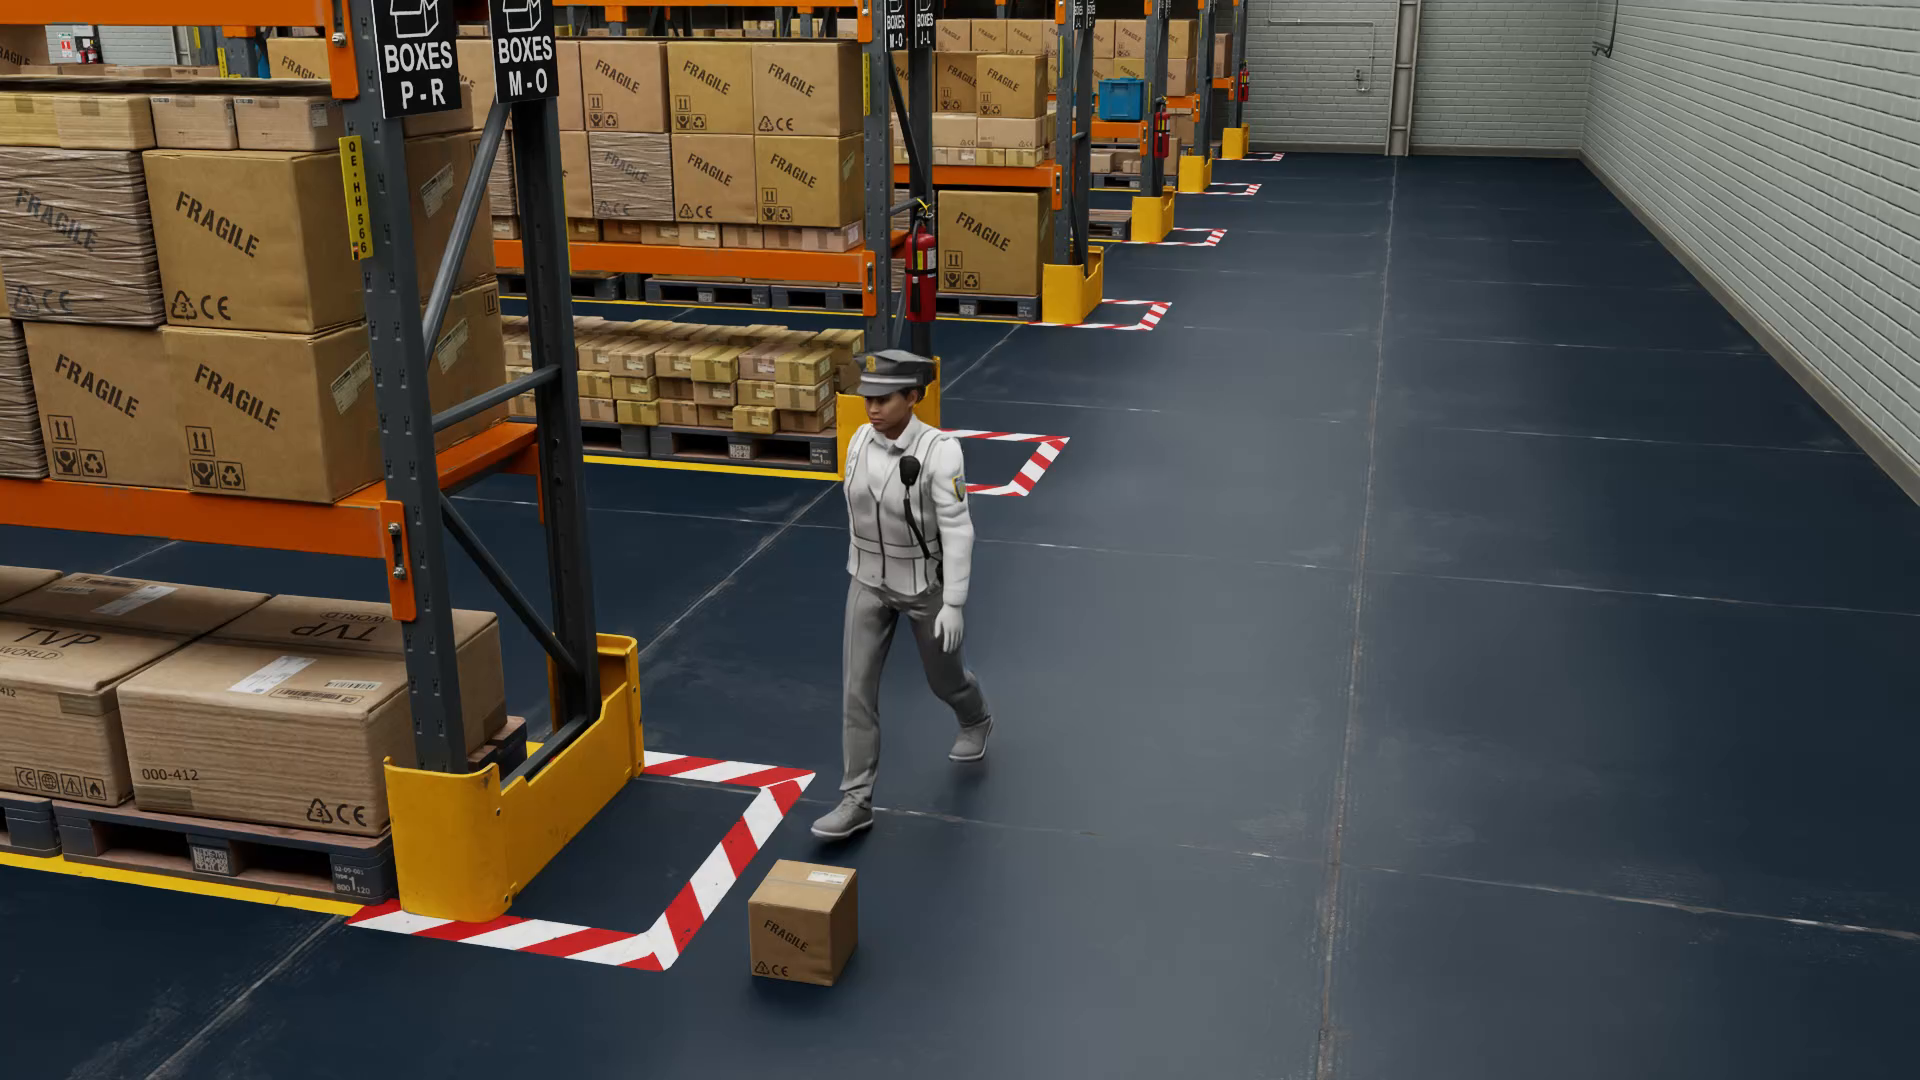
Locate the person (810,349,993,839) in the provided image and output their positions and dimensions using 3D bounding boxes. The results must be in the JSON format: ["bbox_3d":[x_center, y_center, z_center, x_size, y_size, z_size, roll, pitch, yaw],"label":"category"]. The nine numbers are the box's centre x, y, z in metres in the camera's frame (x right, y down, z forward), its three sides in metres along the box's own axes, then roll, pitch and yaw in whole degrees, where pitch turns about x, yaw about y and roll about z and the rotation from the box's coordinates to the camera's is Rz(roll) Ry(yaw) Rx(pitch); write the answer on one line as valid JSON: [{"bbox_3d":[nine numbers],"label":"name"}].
[{"bbox_3d":[-0.161,0.150,5.607,0.508,1.640,0.939,8,20,24],"label":"person"}]
